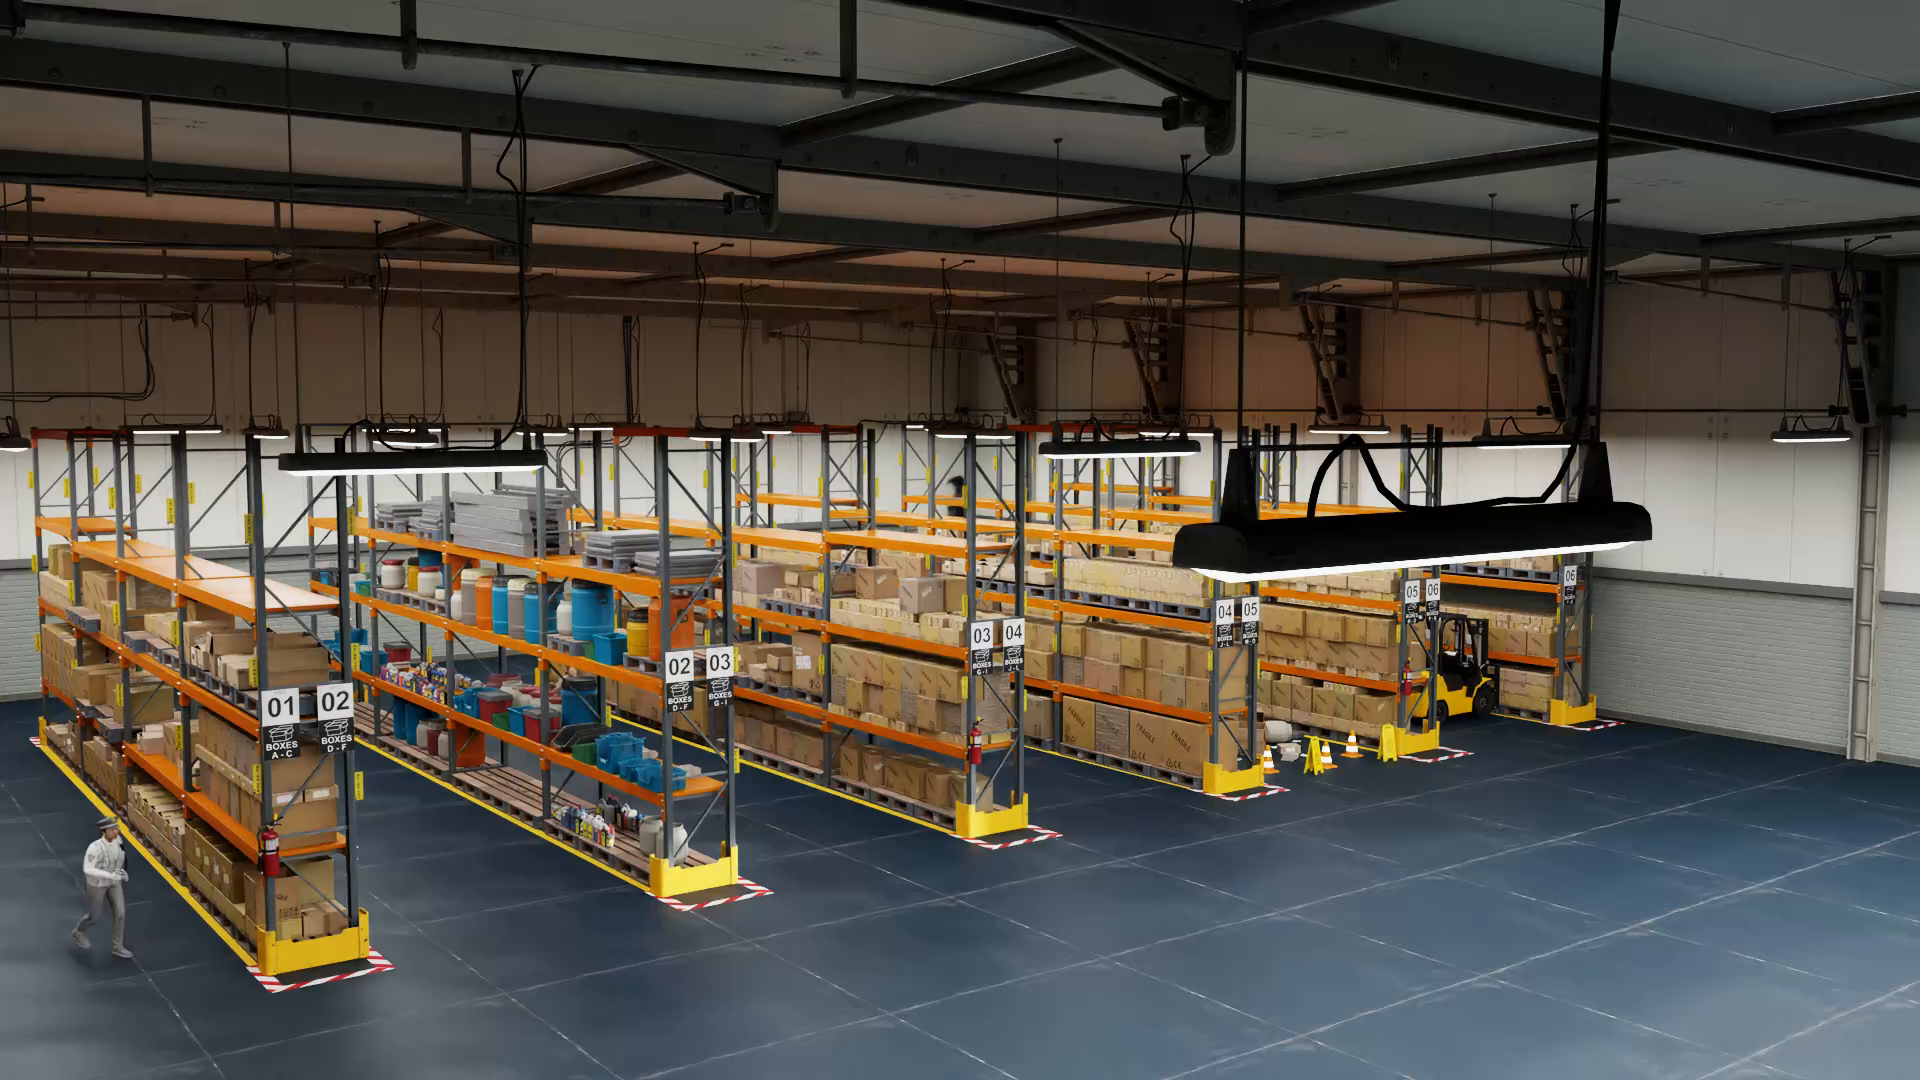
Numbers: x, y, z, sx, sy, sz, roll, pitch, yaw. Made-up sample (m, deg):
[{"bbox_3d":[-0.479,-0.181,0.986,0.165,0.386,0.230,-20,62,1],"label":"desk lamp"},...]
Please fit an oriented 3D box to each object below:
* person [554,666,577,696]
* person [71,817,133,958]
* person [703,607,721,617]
[{"bbox_3d":[-7.334,3.101,31.342,0.780,1.628,0.579,1,5,11],"label":"person"},{"bbox_3d":[-9.973,3.996,19.277,0.888,1.656,0.589,2,5,27],"label":"person"},{"bbox_3d":[-6.196,2.364,41.154,0.581,1.545,1.047,0,4,-5],"label":"person"}]
